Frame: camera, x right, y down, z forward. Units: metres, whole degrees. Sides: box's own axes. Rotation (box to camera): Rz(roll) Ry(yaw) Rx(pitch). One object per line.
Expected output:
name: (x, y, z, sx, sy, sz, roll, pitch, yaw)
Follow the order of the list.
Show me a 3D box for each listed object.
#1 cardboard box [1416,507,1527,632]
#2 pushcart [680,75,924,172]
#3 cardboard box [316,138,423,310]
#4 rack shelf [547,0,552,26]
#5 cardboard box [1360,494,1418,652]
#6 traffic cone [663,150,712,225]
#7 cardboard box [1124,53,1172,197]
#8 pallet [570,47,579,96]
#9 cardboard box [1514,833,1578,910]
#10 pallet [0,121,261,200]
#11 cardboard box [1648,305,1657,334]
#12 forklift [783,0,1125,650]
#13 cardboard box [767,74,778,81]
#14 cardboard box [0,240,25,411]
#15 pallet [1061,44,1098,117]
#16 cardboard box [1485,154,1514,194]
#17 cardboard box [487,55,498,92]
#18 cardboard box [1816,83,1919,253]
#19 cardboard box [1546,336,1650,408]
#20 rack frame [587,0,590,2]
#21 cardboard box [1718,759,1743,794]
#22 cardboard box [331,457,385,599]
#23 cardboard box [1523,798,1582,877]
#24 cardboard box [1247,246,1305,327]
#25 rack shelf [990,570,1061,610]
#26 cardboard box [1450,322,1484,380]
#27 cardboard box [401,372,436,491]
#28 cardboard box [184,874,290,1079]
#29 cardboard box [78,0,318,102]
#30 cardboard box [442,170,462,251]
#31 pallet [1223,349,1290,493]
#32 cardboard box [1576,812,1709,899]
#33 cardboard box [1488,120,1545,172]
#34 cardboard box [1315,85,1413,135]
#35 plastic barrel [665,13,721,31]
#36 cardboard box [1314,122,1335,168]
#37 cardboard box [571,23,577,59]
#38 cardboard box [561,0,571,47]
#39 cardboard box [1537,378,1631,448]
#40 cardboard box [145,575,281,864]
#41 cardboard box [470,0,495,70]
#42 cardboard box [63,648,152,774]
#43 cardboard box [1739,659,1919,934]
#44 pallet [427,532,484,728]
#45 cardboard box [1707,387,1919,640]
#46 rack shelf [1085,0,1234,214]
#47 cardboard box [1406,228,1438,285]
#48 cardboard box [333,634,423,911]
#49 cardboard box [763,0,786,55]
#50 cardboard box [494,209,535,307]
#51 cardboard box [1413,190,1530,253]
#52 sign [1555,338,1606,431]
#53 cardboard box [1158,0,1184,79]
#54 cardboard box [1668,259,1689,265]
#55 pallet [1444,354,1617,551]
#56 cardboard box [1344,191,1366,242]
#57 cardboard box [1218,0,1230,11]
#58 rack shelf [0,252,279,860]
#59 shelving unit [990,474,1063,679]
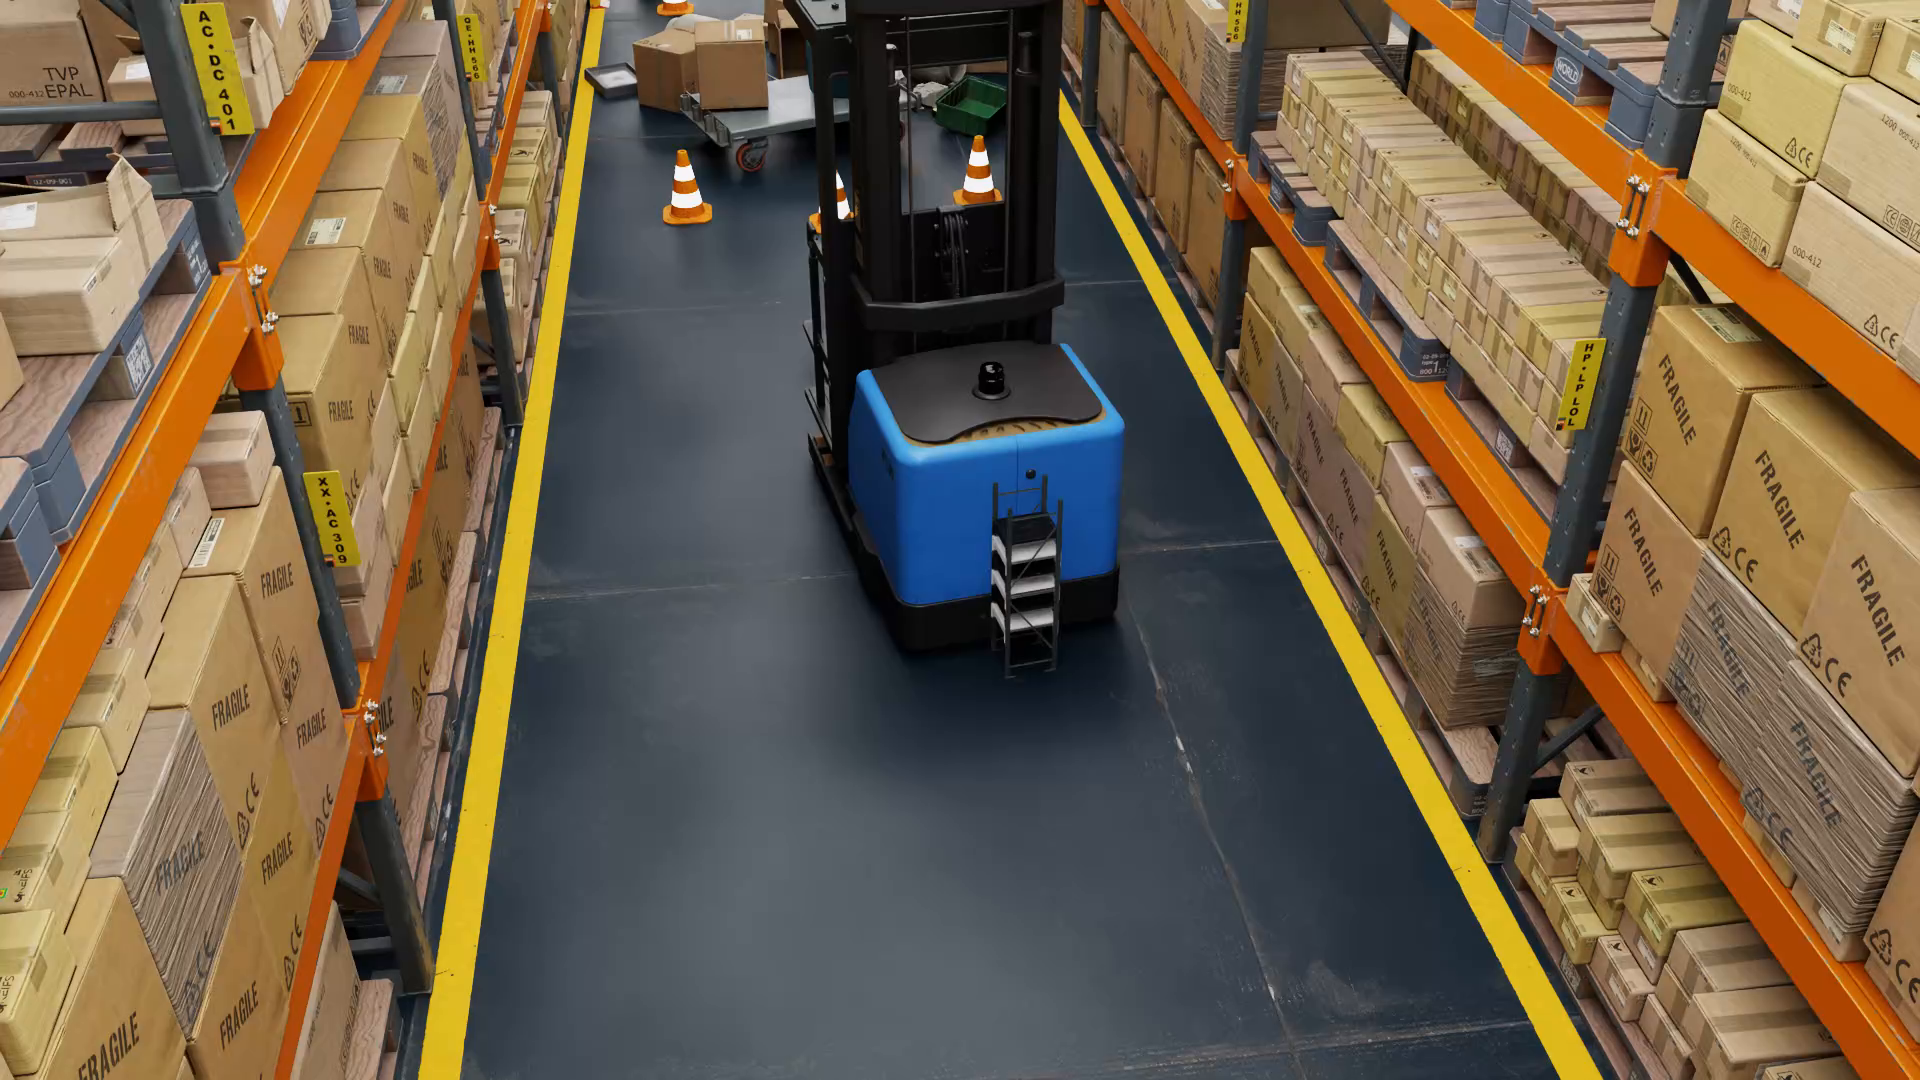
cardboard box: (2.168, 0.097, 6.625, 0.500, 0.250, 0.500, -5, 35, -8)
pushcart: (-1.196, -3.206, 12.620, 1.648, 0.377, 0.936, -16, 38, -23)
cardboard box: (-2.384, -1.197, 6.366, 0.500, 0.500, 0.500, -5, 35, -7)
rack shelf: (-3.718, -4.908, 13.427, 1.077, 0.370, 4.000, -4, 35, -6)
cardboard box: (2.101, 0.123, 7.253, 0.500, 0.500, 0.500, -5, 35, -8)
traffic cone: (-1.895, -2.455, 11.442, 0.336, 0.463, 0.334, -4, 35, -6)
cardboard box: (1.741, -2.886, 11.447, 1.050, 0.750, 0.750, -4, 35, -6)
pallet: (-3.741, -3.991, 13.920, 1.003, 0.211, 1.213, -4, 35, -6)
cardboard box: (2.249, 1.176, 6.020, 0.380, 0.149, 0.250, -6, 35, -8)
pallet: (-2.545, -1.293, 4.991, 0.805, 0.209, 1.217, -6, 35, -8)
cardboard box: (2.850, -0.792, 6.335, 0.380, 0.149, 0.250, -4, 34, -5)
forklift: (-0.172, -1.548, 7.919, 1.130, 2.935, 3.031, -9, 35, -13)
cardboard box: (-1.431, -3.577, 13.263, 0.396, 0.266, 0.258, 27, 43, 34)
cardboard box: (-2.160, -0.372, 2.915, 0.797, 0.503, 0.637, -2, 34, -3)
pallet: (1.418, -3.799, 13.637, 1.003, 0.211, 1.213, -4, 35, -6)
cardboard box: (2.638, -1.666, 7.617, 0.380, 0.149, 0.250, -5, 35, -7)
cardboard box: (-2.783, -2.594, 9.243, 0.380, 0.149, 0.250, -4, 34, -6)
cardboard box: (2.408, -0.875, 3.896, 0.500, 0.250, 0.500, -5, 35, -7)
cardboard box: (2.271, -0.581, 5.761, 0.380, 0.149, 0.250, -3, 34, -4)
rack frame: (-3.987, -6.322, 14.862, 1.000, 3.000, 0.127, -4, 35, -6)
cardboard box: (2.460, 0.666, 4.833, 0.380, 0.149, 0.250, -6, 35, -8)
cardboard box: (-2.152, -0.037, 5.329, 0.500, 0.250, 0.500, -5, 35, -8)
cardboard box: (2.250, 1.052, 5.938, 0.380, 0.149, 0.250, -3, 34, -4)
cardboard box: (1.834, -1.336, 8.728, 0.500, 0.250, 0.500, -6, 35, -9)
rack shelf: (0.284, 0.196, 7.223, 0.258, 0.077, 0.200, -9, 35, -13)
cardboard box: (2.169, -0.757, 6.547, 0.380, 0.149, 0.250, -6, 35, -9)
cardboard box: (-2.295, -0.405, 6.313, 0.500, 0.250, 0.500, -5, 35, -7)
cardboard box: (-1.900, 1.139, 3.826, 0.500, 0.500, 0.500, -5, 35, -7)
cardboard box: (-2.204, -1.593, 4.799, 0.500, 0.500, 0.500, -5, 35, -7)
cardboard box: (-2.521, -1.465, 7.425, 0.500, 0.250, 0.500, -5, 35, -8)
pallet: (2.084, -0.700, 9.090, 1.003, 0.211, 1.213, -4, 35, -6)
cardboard box: (2.338, 1.068, 5.649, 0.380, 0.149, 0.250, -3, 34, -4)
cardboard box: (2.634, -1.795, 7.542, 0.380, 0.149, 0.250, -4, 35, -6)
cardboard box: (1.918, -2.045, 7.908, 0.380, 0.149, 0.250, -5, 35, -7)
plastic barrel: (-2.209, -4.219, 14.065, 0.512, 0.421, 0.421, 20, 39, 26)
cardboard box: (1.924, -1.896, 7.955, 0.380, 0.149, 0.250, -5, 35, -8)
cardboard box: (-3.417, -4.069, 13.626, 0.500, 0.250, 0.500, -5, 35, -7)
cardboard box: (-3.344, -4.084, 12.982, 0.500, 0.500, 0.500, -3, 34, -4)
cardboard box: (2.270, -0.456, 5.842, 0.380, 0.149, 0.250, -3, 34, -5)
cardboard box: (-1.975, 0.447, 3.955, 0.500, 0.500, 0.500, -5, 35, -7)
cardboard box: (-2.819, -2.754, 8.902, 0.500, 0.500, 0.500, -3, 34, -4)
cardboard box: (-1.943, 0.372, 3.488, 0.380, 0.149, 0.250, -5, 35, -7)
cardboard box: (2.441, 0.634, 4.303, 0.500, 0.500, 0.500, -5, 35, -7)
pallet: (-2.719, 0.420, 7.446, 1.003, 0.211, 1.213, -4, 35, -6)
cardboard box: (2.423, -0.075, 4.456, 0.500, 0.500, 0.500, -5, 35, -8)
rack shelf: (1.712, -3.107, 10.785, 1.077, 0.370, 4.000, -4, 35, -6)
cardboard box: (2.089, -1.191, 6.921, 0.380, 0.149, 0.250, -4, 35, -6)
cardboard box: (-2.535, 0.739, 6.015, 0.875, 0.875, 0.875, -3, 34, -5)
cardboard box: (-1.242, -4.501, 14.409, 0.637, 0.503, 0.797, 27, 43, 34)
cardboard box: (-3.084, -1.672, 10.001, 0.950, 0.372, 0.625, -5, 35, -7)
cardboard box: (2.097, -1.309, 6.828, 0.380, 0.149, 0.250, -6, 35, -9)
sign: (1.969, -0.491, 5.279, 0.100, 0.325, 0.005, -4, 35, -6)
cardboard box: (1.521, -3.118, 10.073, 0.500, 0.500, 0.500, -5, 35, -7)
cardboard box: (2.815, -1.065, 6.470, 0.380, 0.149, 0.250, -5, 35, -7)
pallet: (2.560, -0.415, 6.365, 1.003, 0.211, 1.213, -4, 35, -6)
cardboard box: (1.990, -1.494, 7.629, 0.380, 0.149, 0.250, -3, 34, -5)
cardboard box: (1.861, -3.276, 9.418, 0.700, 0.500, 0.500, -5, 35, -7)
rack shelf: (-2.104, 0.549, 2.756, 1.077, 0.370, 4.000, -4, 35, -6)
shelving unit: (0.284, 0.168, 7.204, 0.258, 0.900, 0.210, -9, 35, -13)
